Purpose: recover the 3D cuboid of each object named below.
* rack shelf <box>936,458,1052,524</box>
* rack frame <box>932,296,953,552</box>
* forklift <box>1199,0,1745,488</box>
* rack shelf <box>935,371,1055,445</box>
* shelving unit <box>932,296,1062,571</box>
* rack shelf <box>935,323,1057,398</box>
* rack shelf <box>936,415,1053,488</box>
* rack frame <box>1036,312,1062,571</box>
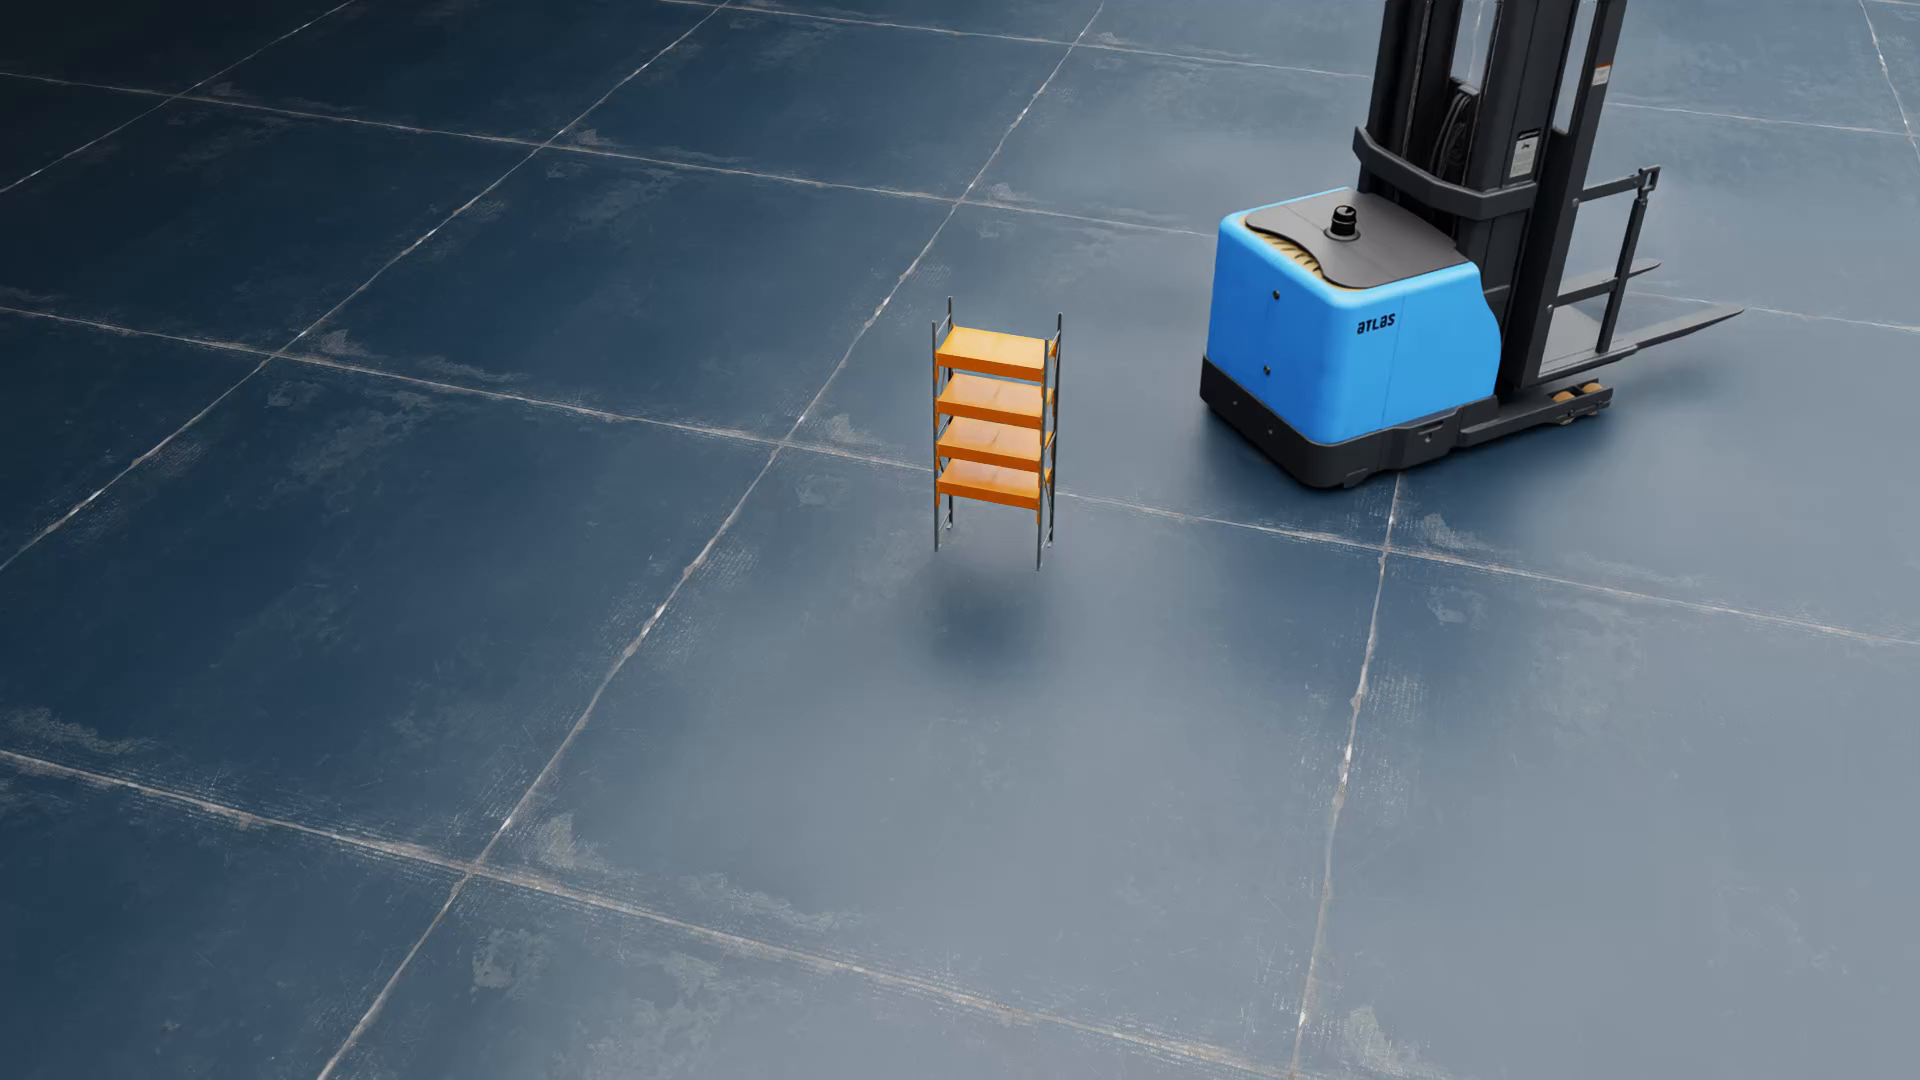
[{"bbox_3d":[0.158,-0.240,7.512,0.480,0.148,0.258,10,38,14],"label":"rack shelf"},{"bbox_3d":[-0.075,-0.497,7.413,0.015,1.200,0.240,10,38,14],"label":"rack frame"},{"bbox_3d":[2.797,-2.036,8.043,3.031,2.935,1.130,-17,40,-21],"label":"forklift"},{"bbox_3d":[0.158,-0.580,7.262,0.480,0.148,0.258,10,38,14],"label":"rack shelf"},{"bbox_3d":[0.158,-0.454,7.355,0.503,1.200,0.258,10,38,14],"label":"shelving unit"},{"bbox_3d":[0.158,-0.770,7.122,0.480,0.148,0.258,10,38,14],"label":"rack shelf"},{"bbox_3d":[0.158,-0.400,7.394,0.480,0.148,0.258,10,38,14],"label":"rack shelf"},{"bbox_3d":[0.391,-0.411,7.296,0.015,1.200,0.240,10,38,14],"label":"rack frame"}]
